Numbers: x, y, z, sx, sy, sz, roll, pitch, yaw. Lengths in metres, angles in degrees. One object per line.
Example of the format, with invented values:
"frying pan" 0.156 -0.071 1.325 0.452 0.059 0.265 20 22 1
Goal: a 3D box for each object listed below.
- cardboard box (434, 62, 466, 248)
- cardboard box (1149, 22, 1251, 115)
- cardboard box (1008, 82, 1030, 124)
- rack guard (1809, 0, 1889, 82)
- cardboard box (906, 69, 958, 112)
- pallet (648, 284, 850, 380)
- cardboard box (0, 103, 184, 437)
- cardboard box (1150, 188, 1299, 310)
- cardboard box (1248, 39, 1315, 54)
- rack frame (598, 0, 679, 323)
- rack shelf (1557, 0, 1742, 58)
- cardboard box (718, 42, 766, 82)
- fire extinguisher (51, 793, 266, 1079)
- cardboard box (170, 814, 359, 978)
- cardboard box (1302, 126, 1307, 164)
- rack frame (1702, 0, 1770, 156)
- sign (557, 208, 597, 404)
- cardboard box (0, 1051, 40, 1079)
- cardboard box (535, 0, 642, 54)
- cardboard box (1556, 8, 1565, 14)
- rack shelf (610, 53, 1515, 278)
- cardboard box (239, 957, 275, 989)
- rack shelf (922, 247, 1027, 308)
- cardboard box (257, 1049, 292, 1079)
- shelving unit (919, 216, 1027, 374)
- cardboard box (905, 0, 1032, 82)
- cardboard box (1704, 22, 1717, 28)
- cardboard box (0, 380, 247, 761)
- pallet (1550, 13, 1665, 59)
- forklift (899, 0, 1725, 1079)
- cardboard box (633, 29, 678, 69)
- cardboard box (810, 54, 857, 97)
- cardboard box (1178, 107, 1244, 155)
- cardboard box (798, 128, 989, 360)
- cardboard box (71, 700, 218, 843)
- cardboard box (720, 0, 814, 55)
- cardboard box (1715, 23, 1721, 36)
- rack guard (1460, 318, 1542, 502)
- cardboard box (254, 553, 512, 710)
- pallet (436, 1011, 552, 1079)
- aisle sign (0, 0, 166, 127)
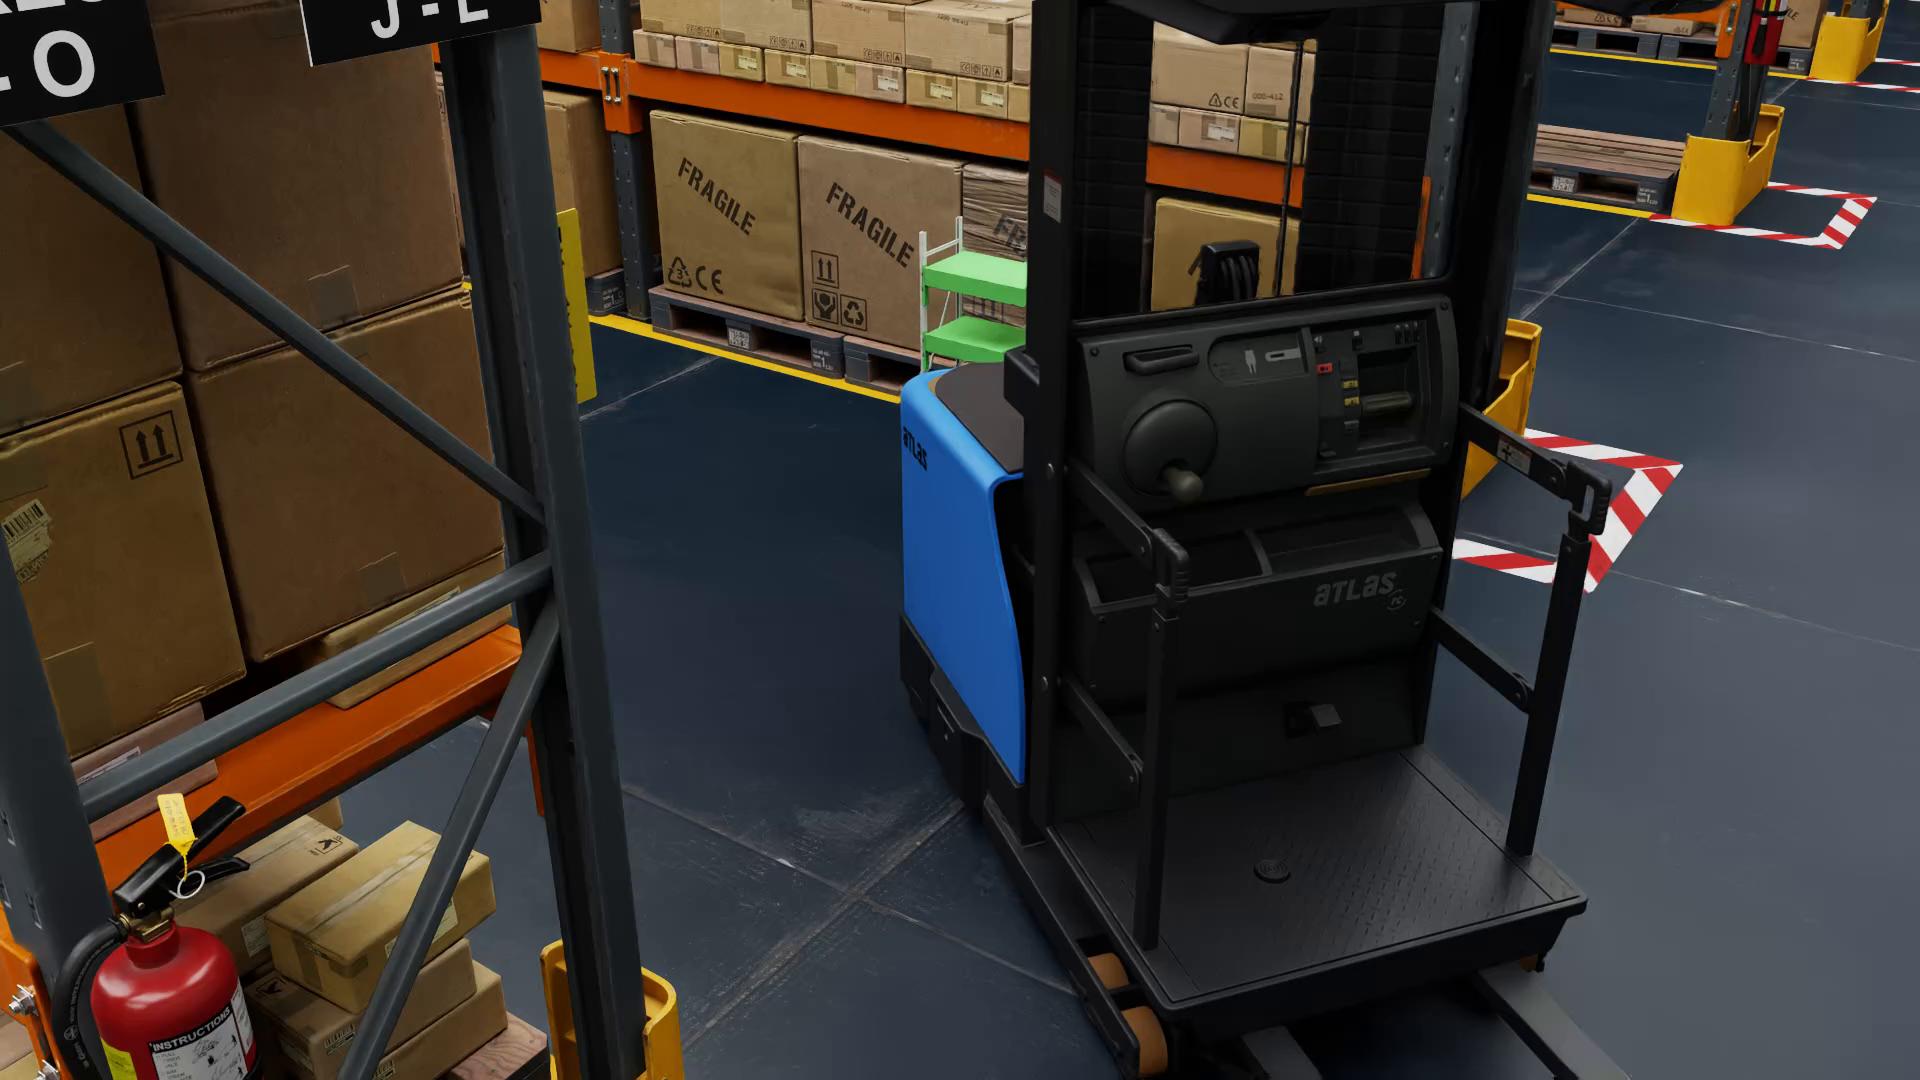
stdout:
"cardboard box" -2.636 -2.265 9.273 0.875 0.875 1.225 16 31 29
"cardboard box" 0.969 -1.833 6.382 0.500 0.250 0.500 17 31 29
"cardboard box" 0.400 -1.796 6.749 0.250 0.149 0.380 17 32 30
"rack guard" 7.486 -4.220 13.990 0.348 0.500 1.175 17 32 30
"cardboard box" -0.019 -1.927 7.006 0.250 0.149 0.380 16 31 29
"pallet" -0.778 -1.171 8.319 1.213 0.211 1.003 17 32 30
"cardboard box" -1.473 -0.430 2.248 0.500 0.500 0.500 17 31 29
"cardboard box" 1.364 -0.986 6.760 0.875 0.875 0.875 17 32 30
"cardboard box" 1.386 -2.038 5.959 0.500 0.500 0.500 18 32 31
"rack frame" -1.360 -2.639 8.128 0.127 3.000 1.000 17 32 30
"rack shelf" 3.093 -3.656 10.920 4.000 0.370 1.077 17 32 30
"cardboard box" -0.871 -2.192 7.526 0.250 0.149 0.380 18 32 32
"fire extinguisher" -1.008 0.655 2.153 0.183 0.674 0.296 17 32 30
"cardboard box" -1.489 0.748 3.498 0.250 0.149 0.380 18 32 31
"cardboard box" 1.457 -1.468 6.104 0.250 0.149 0.380 18 32 31
"rack frame" 4.741 -3.463 9.748 0.127 3.000 1.000 17 32 30
"sign" -0.648 -0.372 2.719 0.005 0.325 0.100 17 32 30
"cardboard box" -1.534 0.994 3.014 0.250 0.149 0.380 18 32 31
"cardboard box" -1.900 -2.701 8.141 0.500 0.500 0.500 17 32 30
"cardboard box" 5.500 -5.106 15.456 0.500 0.311 0.500 17 32 30
"rack shelf" 0.288 -1.805 7.282 4.000 0.370 1.077 17 32 30
"cardboard box" -1.435 0.846 3.633 0.250 0.149 0.380 17 32 30
"rack shelf" 0.136 -0.863 5.706 0.480 0.148 0.258 17 32 30
"cardboard box" -1.467 1.009 3.640 0.250 0.149 0.380 17 32 30
"shelving unit" 0.136 -0.492 5.894 0.503 1.200 0.258 17 32 30
"cardboard box" 0.118 -2.096 6.898 0.500 0.250 0.500 17 32 30
"cardboard box" 6.849 -4.659 14.644 0.500 0.250 0.500 17 32 30
"cardboard box" -1.471 0.020 2.464 0.500 0.500 0.500 18 32 31
"pallet" 5.827 -4.609 15.074 1.213 0.211 1.003 17 32 30
"forklift" 0.787 -0.279 3.567 1.130 2.935 3.031 -9 28 -17
"cardboard box" -1.305 -2.326 7.791 0.250 0.149 0.380 17 32 30
"cardboard box" -0.442 -2.059 7.266 0.250 0.149 0.380 17 31 30
"cardboard box" 1.034 -1.599 6.362 0.250 0.149 0.380 17 32 30
"cardboard box" -0.120 -1.448 7.669 0.875 0.875 0.875 17 32 30
"cardboard box" -1.383 0.351 2.531 0.250 0.149 0.380 17 32 30
"cardboard box" -0.714 -2.356 7.410 0.500 0.250 0.500 17 32 30
"cardboard box" 6.678 -4.433 14.292 0.250 0.166 0.380 17 32 30
"rack guard" 1.957 -0.491 6.664 0.348 0.500 1.175 17 32 30
"cardboard box" -1.036 0.123 2.978 0.250 0.149 0.380 17 32 30
"pallet" -1.667 1.218 3.623 1.213 0.211 1.003 17 32 30
"aisle sign" -1.064 -0.811 1.670 0.004 0.787 0.394 17 32 30
